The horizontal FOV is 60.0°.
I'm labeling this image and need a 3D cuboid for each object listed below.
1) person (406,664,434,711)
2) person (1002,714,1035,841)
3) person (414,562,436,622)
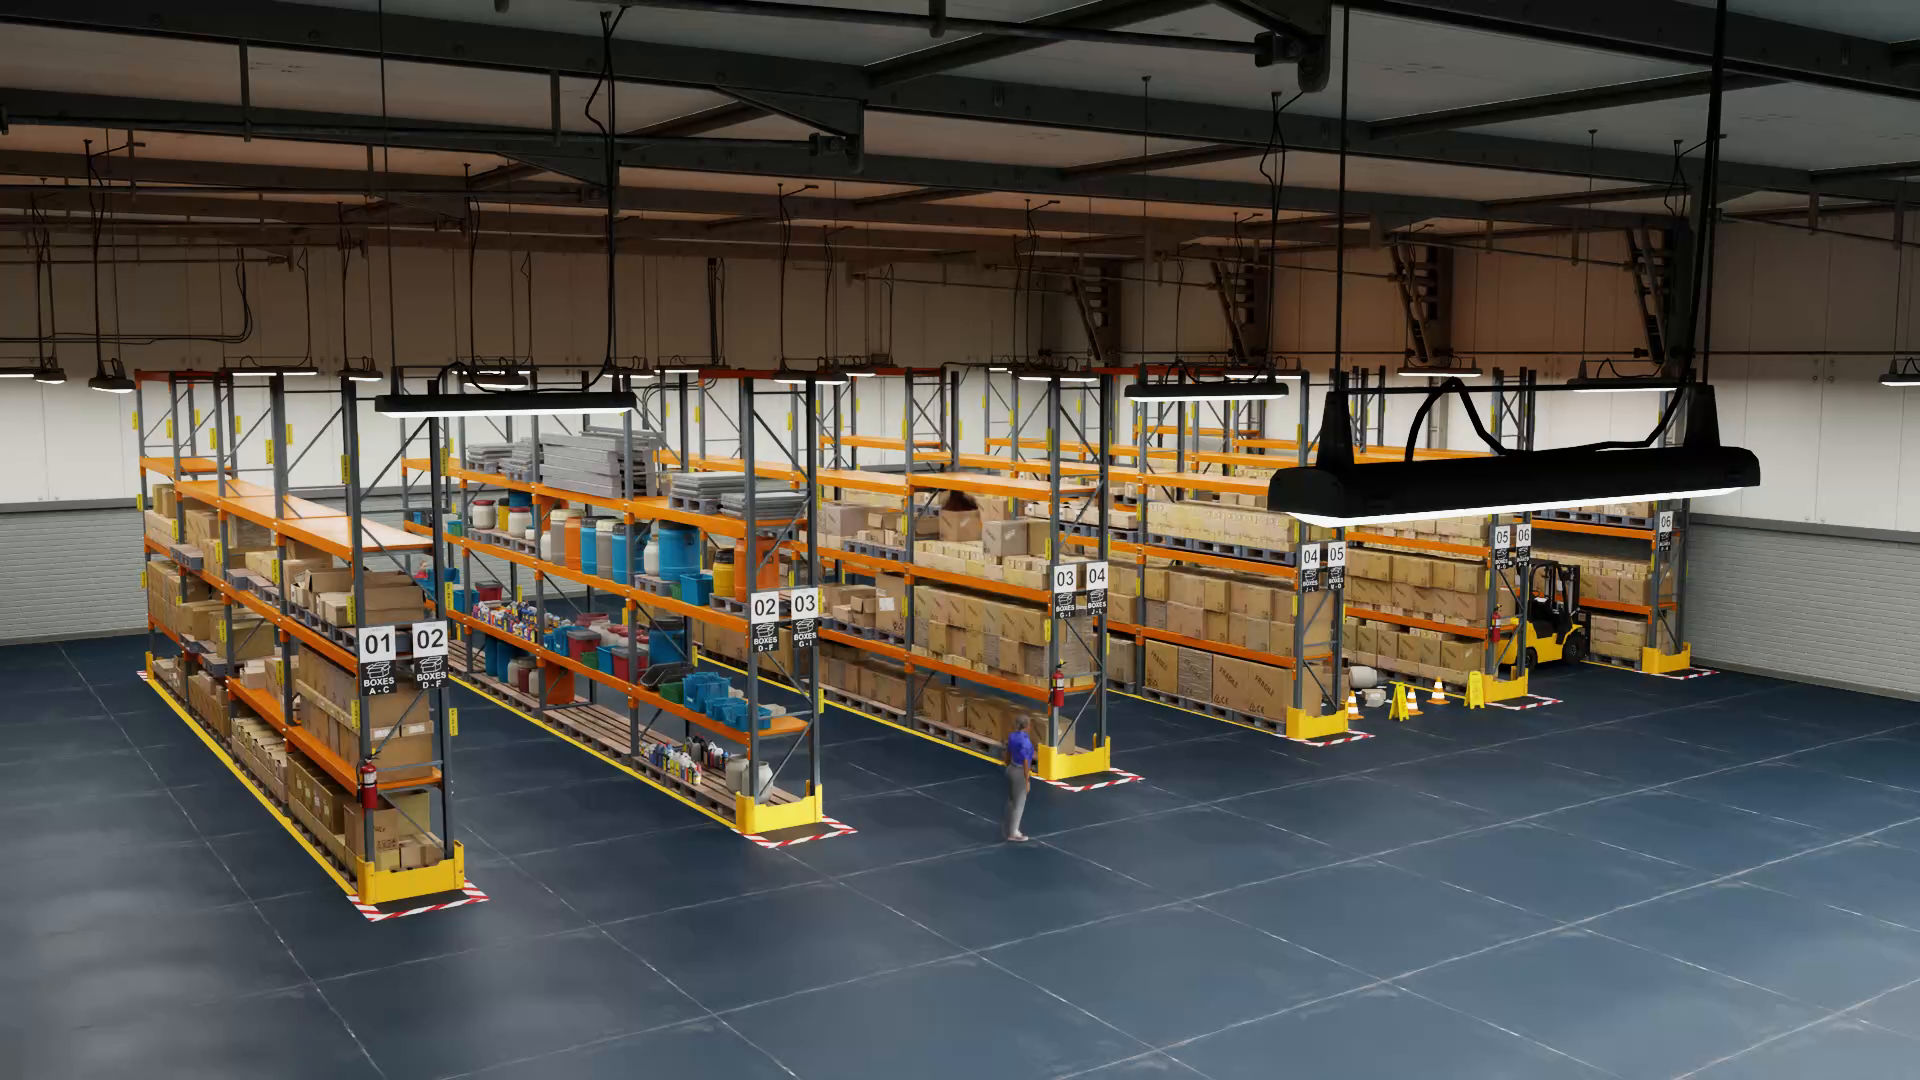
[{"bbox_3d":[-9.603,2.181,29.436,0.492,1.700,0.494,-3,7,-23],"label":"person"},{"bbox_3d":[0.757,3.082,21.624,0.358,1.653,0.550,-3,7,-25],"label":"person"},{"bbox_3d":[-11.881,1.322,37.035,1.054,1.677,0.637,2,7,16],"label":"person"}]
